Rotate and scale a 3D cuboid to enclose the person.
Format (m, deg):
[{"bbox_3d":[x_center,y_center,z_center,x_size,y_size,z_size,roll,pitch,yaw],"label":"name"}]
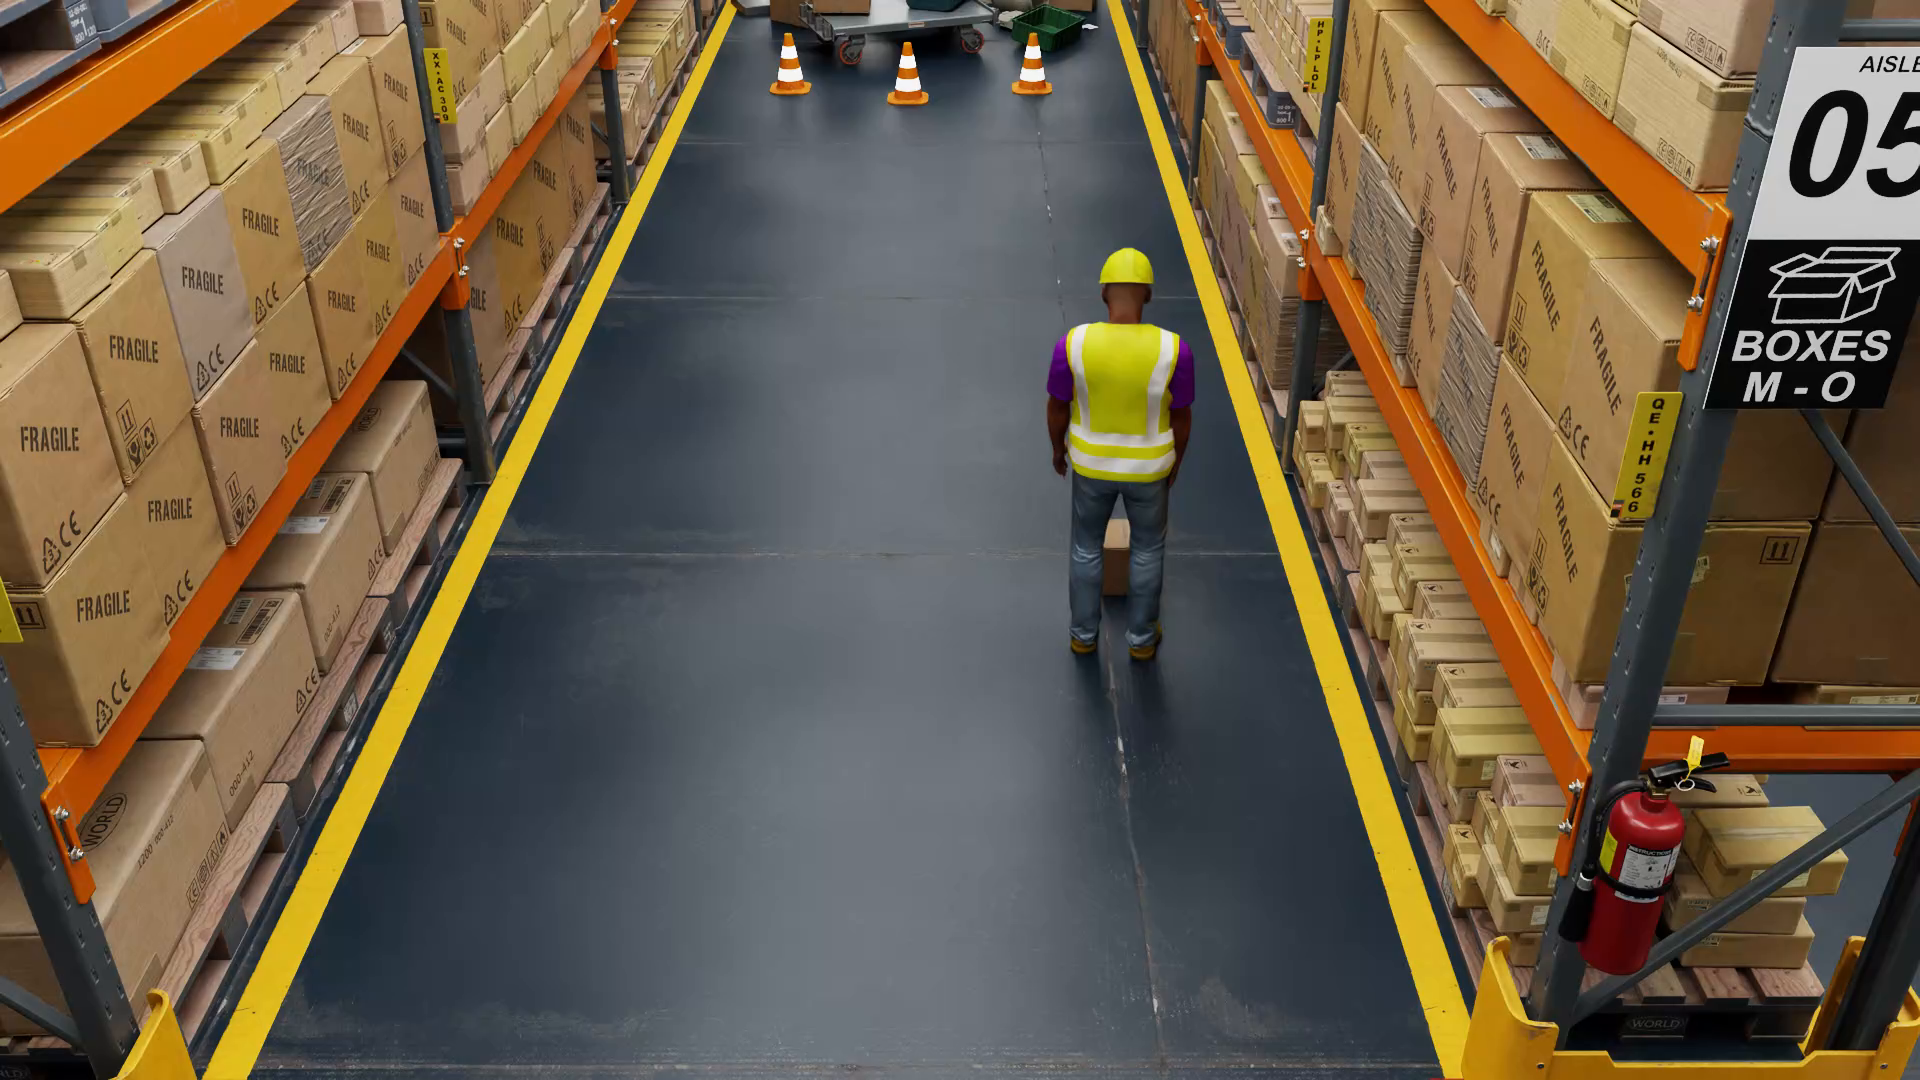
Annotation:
[{"bbox_3d":[0.629,-0.321,6.651,0.573,1.751,0.384,5,32,9],"label":"person"}]
